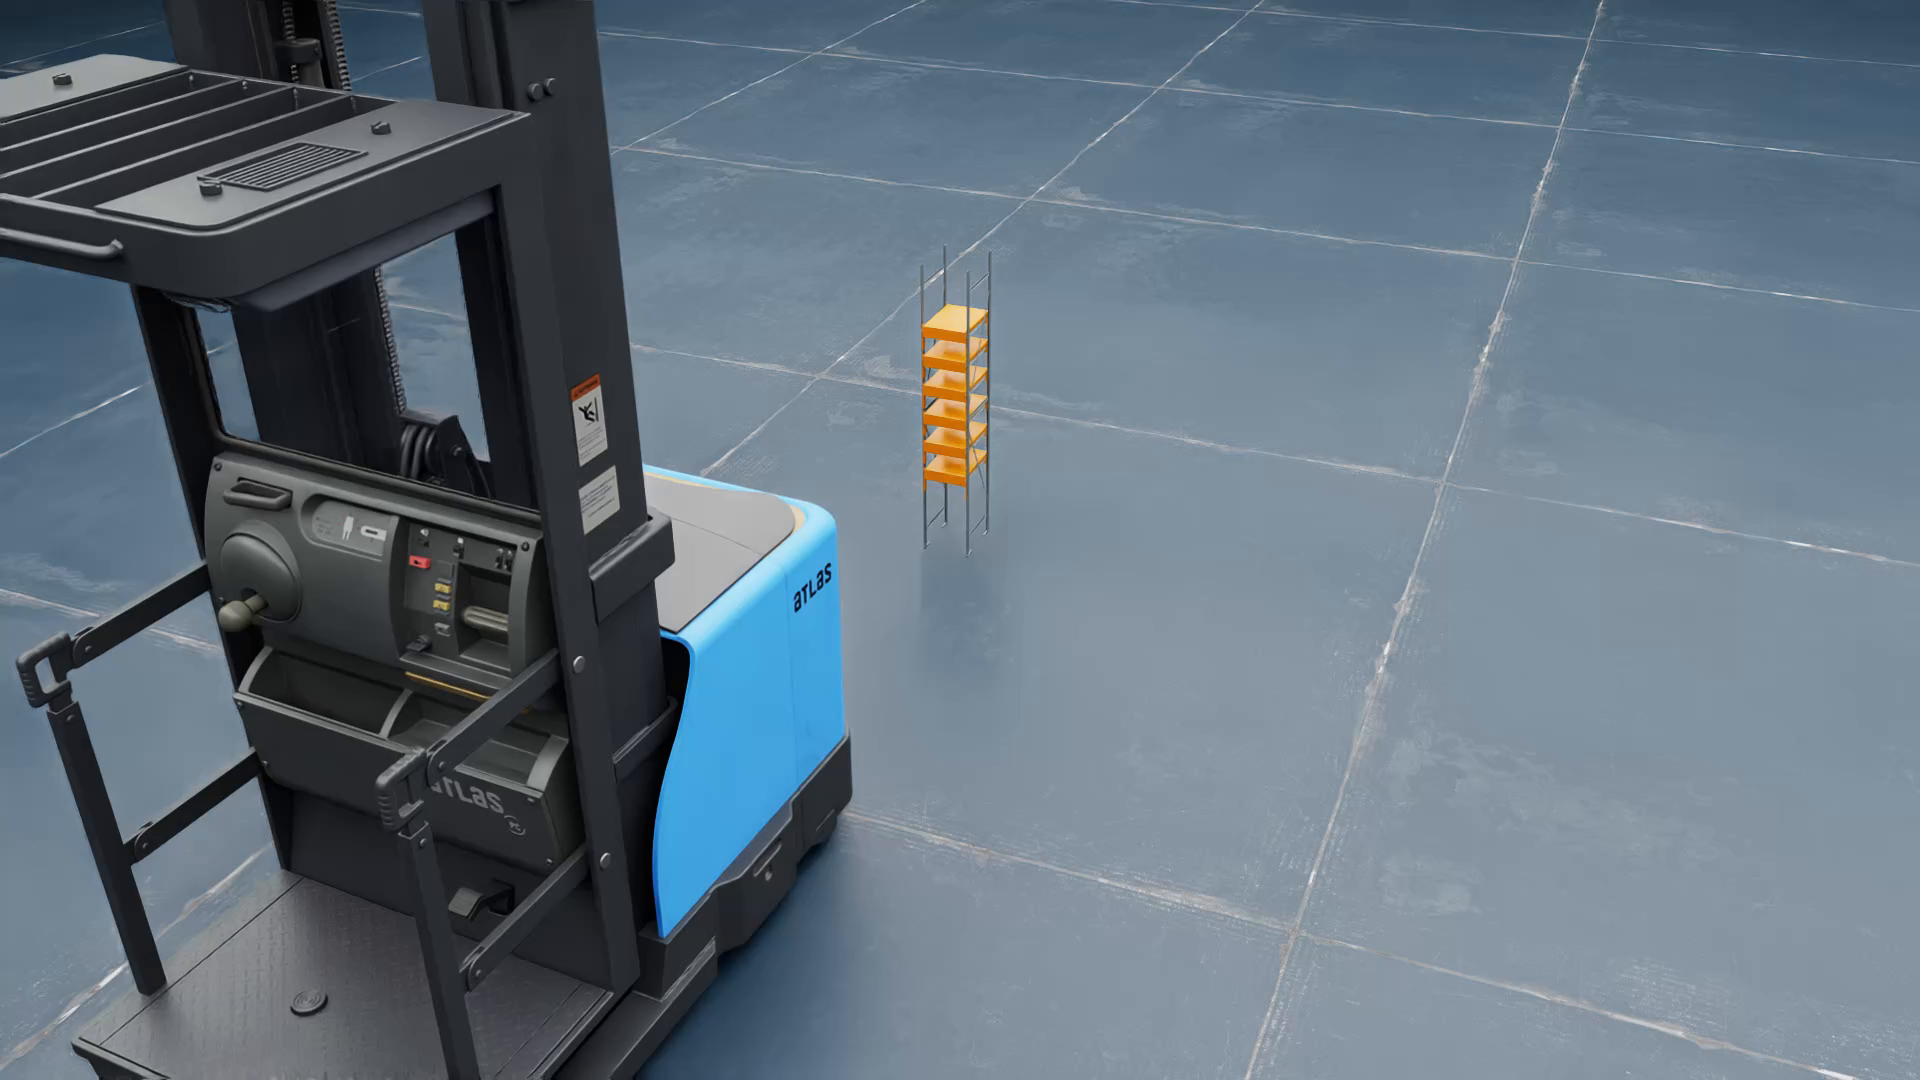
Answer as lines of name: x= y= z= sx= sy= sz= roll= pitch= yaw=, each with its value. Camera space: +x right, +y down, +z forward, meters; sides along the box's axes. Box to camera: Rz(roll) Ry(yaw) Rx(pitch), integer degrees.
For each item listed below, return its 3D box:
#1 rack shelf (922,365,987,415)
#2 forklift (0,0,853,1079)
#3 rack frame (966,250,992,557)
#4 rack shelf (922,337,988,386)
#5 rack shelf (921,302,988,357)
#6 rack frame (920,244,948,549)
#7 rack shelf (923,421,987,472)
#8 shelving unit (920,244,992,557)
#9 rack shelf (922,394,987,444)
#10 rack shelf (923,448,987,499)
rack shelf: x=-0.013 y=-0.591 z=6.422 sx=0.180 sy=0.103 sz=0.258 roll=11 pitch=31 yaw=19
forklift: x=-1.420 y=0.120 z=3.559 sx=1.130 sy=2.935 sz=3.031 roll=13 pitch=32 yaw=22
rack frame: x=0.071 y=-0.508 z=6.430 sx=0.006 sy=1.200 sz=0.240 roll=11 pitch=31 yaw=19
rack shelf: x=-0.013 y=-0.695 z=6.363 sx=0.180 sy=0.103 sz=0.258 roll=11 pitch=31 yaw=19
rack shelf: x=-0.013 y=-0.800 z=6.304 sx=0.180 sy=0.103 sz=0.258 roll=11 pitch=31 yaw=19
rack frame: x=-0.098 y=-0.542 z=6.489 sx=0.006 sy=1.200 sz=0.240 roll=11 pitch=31 yaw=19
rack shelf: x=-0.013 y=-0.382 z=6.540 sx=0.180 sy=0.103 sz=0.258 roll=11 pitch=31 yaw=19
shelving unit: x=-0.013 y=-0.525 z=6.459 sx=0.189 sy=1.200 sz=0.258 roll=11 pitch=31 yaw=19
rack shelf: x=-0.013 y=-0.486 z=6.481 sx=0.180 sy=0.103 sz=0.258 roll=11 pitch=31 yaw=19
rack shelf: x=-0.013 y=-0.277 z=6.599 sx=0.180 sy=0.103 sz=0.258 roll=11 pitch=31 yaw=19
